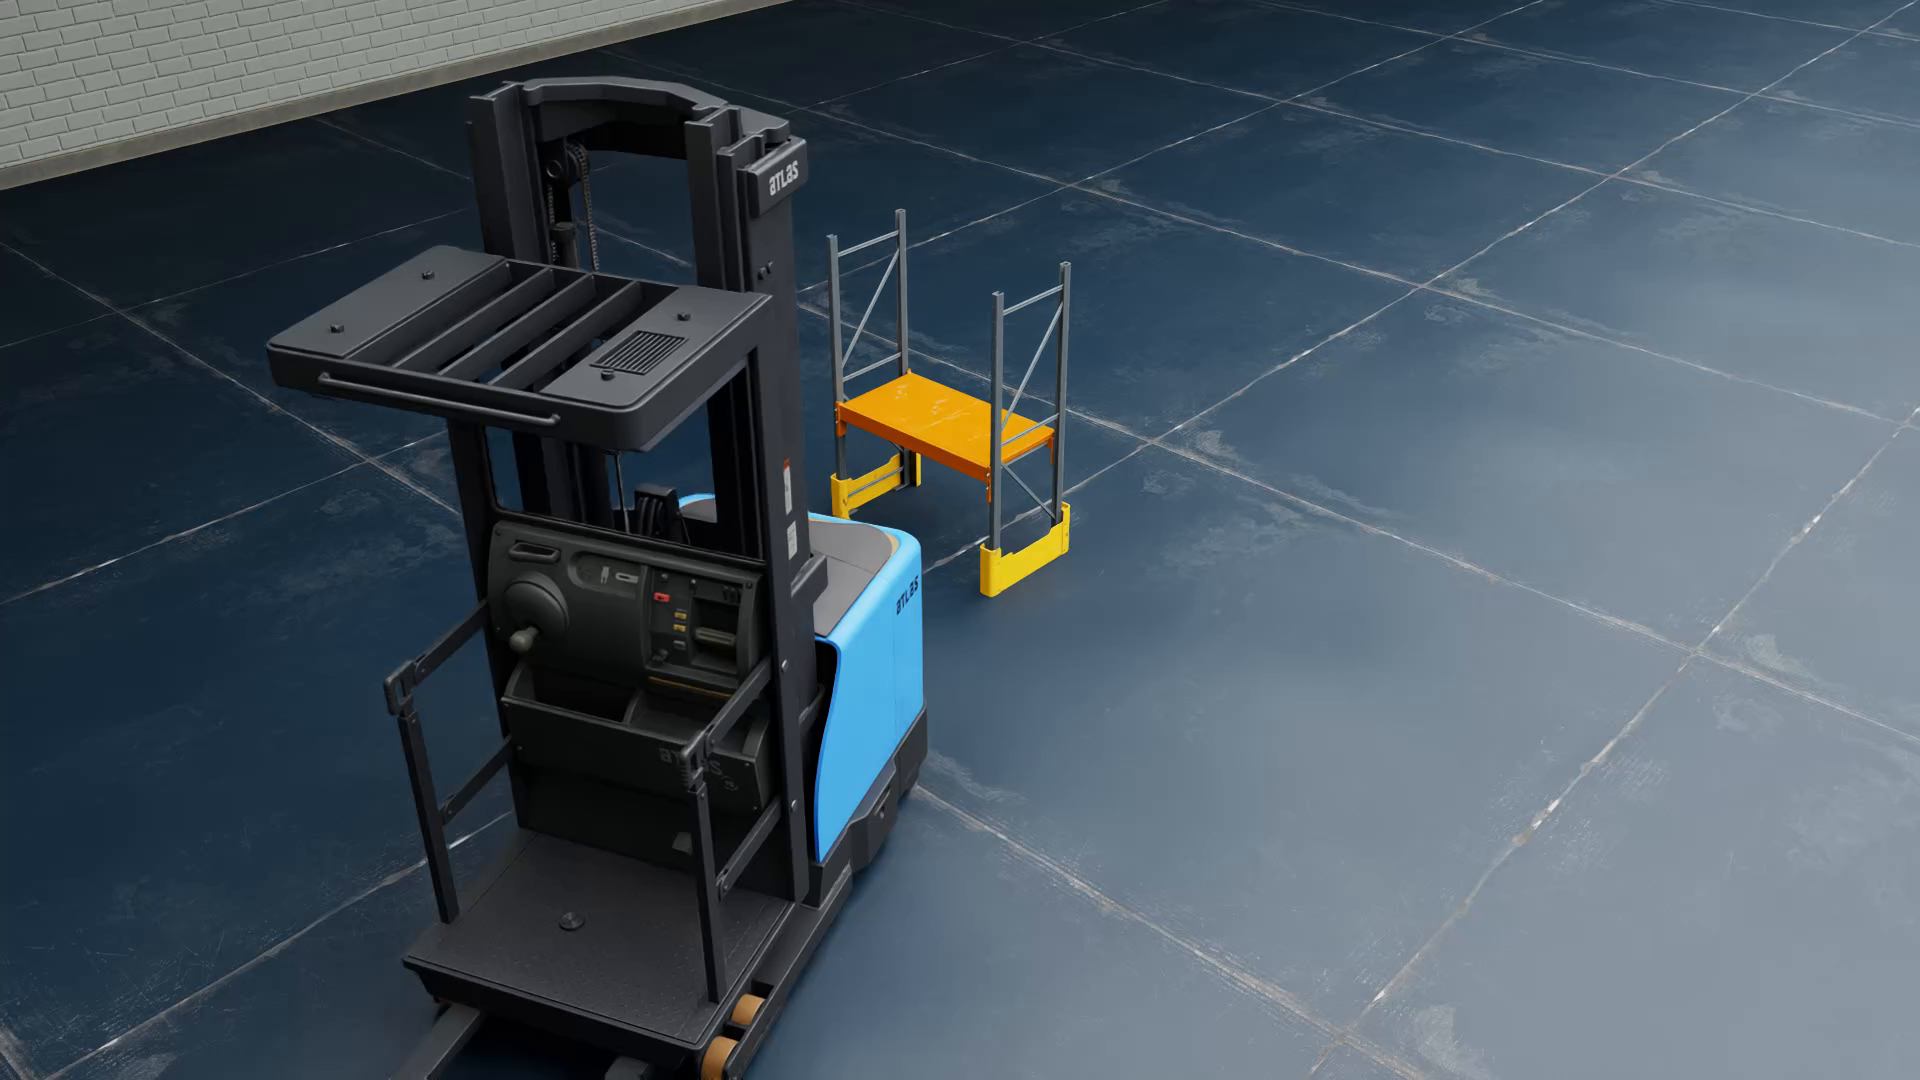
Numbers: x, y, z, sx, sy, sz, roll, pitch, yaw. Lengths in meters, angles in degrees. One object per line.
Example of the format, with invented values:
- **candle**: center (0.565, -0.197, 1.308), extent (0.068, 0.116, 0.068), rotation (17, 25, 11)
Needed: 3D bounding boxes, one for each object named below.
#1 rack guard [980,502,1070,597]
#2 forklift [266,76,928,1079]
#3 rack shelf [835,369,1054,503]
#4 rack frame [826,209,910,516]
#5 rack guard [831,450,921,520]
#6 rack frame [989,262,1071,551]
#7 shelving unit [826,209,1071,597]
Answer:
- **rack guard**: center (0.313, 0.039, 7.943), extent (0.087, 0.250, 0.587), rotation (25, 39, 35)
- **forklift**: center (-1.124, 0.260, 4.976), extent (1.130, 2.935, 3.031), rotation (11, 33, 18)
- **rack shelf**: center (-0.063, -0.518, 8.005), extent (1.000, 0.185, 0.538), rotation (25, 39, 35)
- **rack frame**: center (-0.440, -0.848, 8.204), extent (0.032, 1.500, 0.500), rotation (25, 39, 35)
- **rack guard**: center (-0.426, -0.306, 8.516), extent (0.087, 0.250, 0.587), rotation (25, 39, 35)
- **rack frame**: center (0.314, -0.496, 7.620), extent (0.032, 1.500, 0.500), rotation (25, 39, 35)
- **shelving unit**: center (-0.057, -0.669, 7.907), extent (1.083, 1.500, 0.587), rotation (25, 39, 35)
